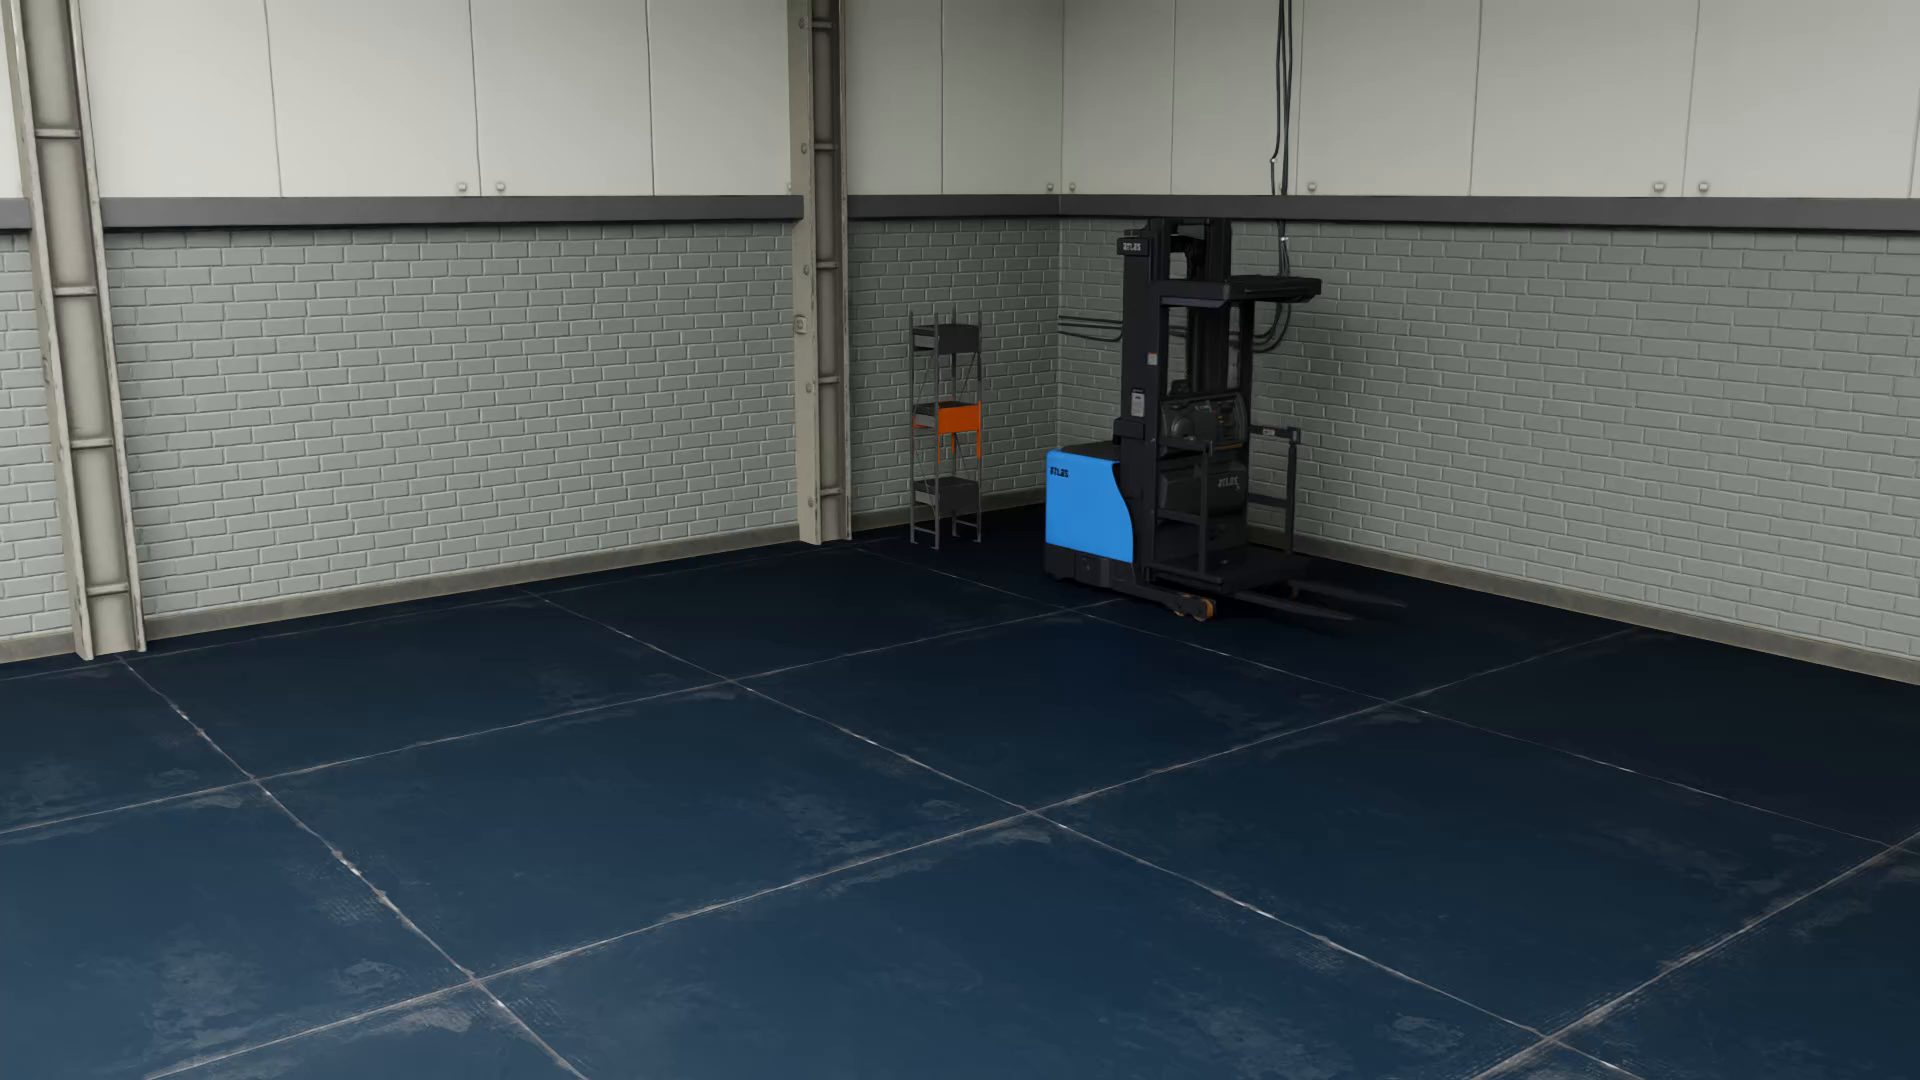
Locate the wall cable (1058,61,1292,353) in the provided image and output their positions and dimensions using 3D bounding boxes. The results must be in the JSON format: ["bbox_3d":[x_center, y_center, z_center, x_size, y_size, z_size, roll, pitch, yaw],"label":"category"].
[{"bbox_3d":[1.888,-3.056,15.451,0.112,2.526,3.097,-9,15,-38],"label":"wall cable"}]

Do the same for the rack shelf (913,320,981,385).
[{"bbox_3d":[-0.129,-1.677,14.788,0.480,0.518,0.431,-9,15,-38],"label":"rack shelf"}]

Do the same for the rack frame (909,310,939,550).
[{"bbox_3d":[-0.320,-0.974,14.782,0.015,2.100,0.400,-9,15,-38],"label":"rack frame"}]

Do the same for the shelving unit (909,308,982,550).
[{"bbox_3d":[-0.129,-1.006,14.931,0.503,2.100,0.431,-9,15,-38],"label":"shelving unit"}]

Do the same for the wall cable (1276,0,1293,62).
[{"bbox_3d":[3.578,-5.087,12.860,0.112,2.526,3.097,-9,15,-38],"label":"wall cable"}]

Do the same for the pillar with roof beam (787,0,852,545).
[{"bbox_3d":[1.450,-3.708,11.050,0.400,9.000,9.100,-9,15,-38],"label":"pillar with roof beam"}]

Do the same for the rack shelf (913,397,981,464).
[{"bbox_3d":[-0.129,-0.992,14.934,0.480,0.518,0.431,-9,15,-38],"label":"rack shelf"}]

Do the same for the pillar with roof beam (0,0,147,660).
[{"bbox_3d":[-3.235,-2.930,7.383,0.400,9.000,9.100,-9,15,-38],"label":"pillar with roof beam"}]

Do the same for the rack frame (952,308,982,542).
[{"bbox_3d":[0.061,-1.037,15.080,0.015,2.100,0.400,-9,15,-38],"label":"rack frame"}]

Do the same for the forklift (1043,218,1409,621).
[{"bbox_3d":[2.015,-0.946,12.648,1.130,2.935,3.031,-10,15,-39],"label":"forklift"}]

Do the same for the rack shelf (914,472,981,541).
[{"bbox_3d":[-0.129,-0.308,15.079,0.480,0.518,0.431,-9,15,-38],"label":"rack shelf"}]
